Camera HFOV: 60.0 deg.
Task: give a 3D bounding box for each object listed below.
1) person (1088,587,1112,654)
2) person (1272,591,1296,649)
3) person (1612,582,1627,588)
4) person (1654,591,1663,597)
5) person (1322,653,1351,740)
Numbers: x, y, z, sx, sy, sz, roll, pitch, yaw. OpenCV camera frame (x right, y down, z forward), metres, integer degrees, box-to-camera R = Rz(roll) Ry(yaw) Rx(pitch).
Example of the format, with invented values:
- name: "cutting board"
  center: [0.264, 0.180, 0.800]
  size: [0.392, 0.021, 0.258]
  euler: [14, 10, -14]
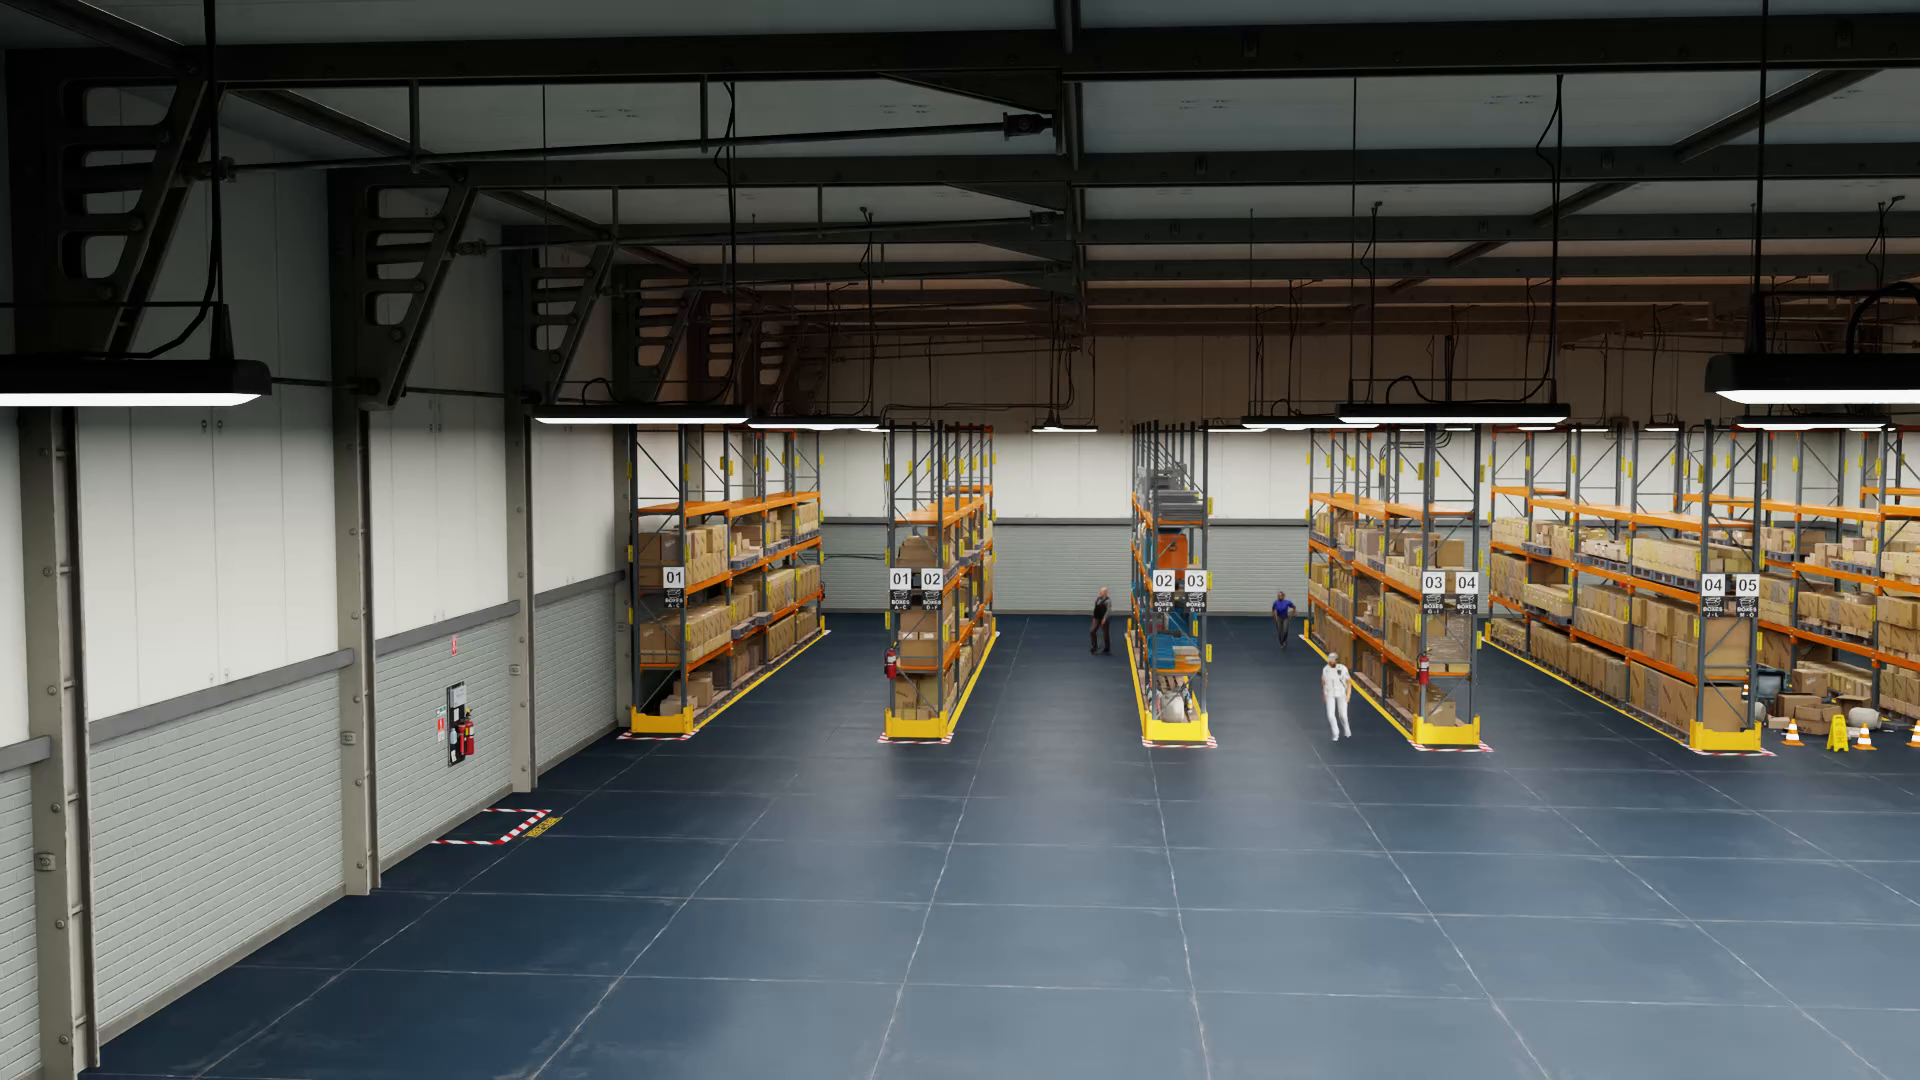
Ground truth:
- name: "person"
  center: [3.700, 2.127, 43.541]
  size: [0.604, 1.770, 0.637]
  euler: [3, 5, 38]
- name: "person"
  center: [8.634, 2.140, 44.303]
  size: [0.632, 1.569, 0.714]
  euler: [1, 4, 15]
- name: "person"
  center: [19.526, 1.764, 49.345]
  size: [0.524, 1.798, 0.574]
  euler: [-2, 4, -28]
- name: "person"
  center: [18.287, 2.158, 43.395]
  size: [0.473, 1.715, 0.555]
  euler: [-2, 4, -26]
- name: "person"
  center: [7.082, 2.928, 31.303]
  size: [0.553, 1.647, 0.527]
  euler: [2, 4, 25]
